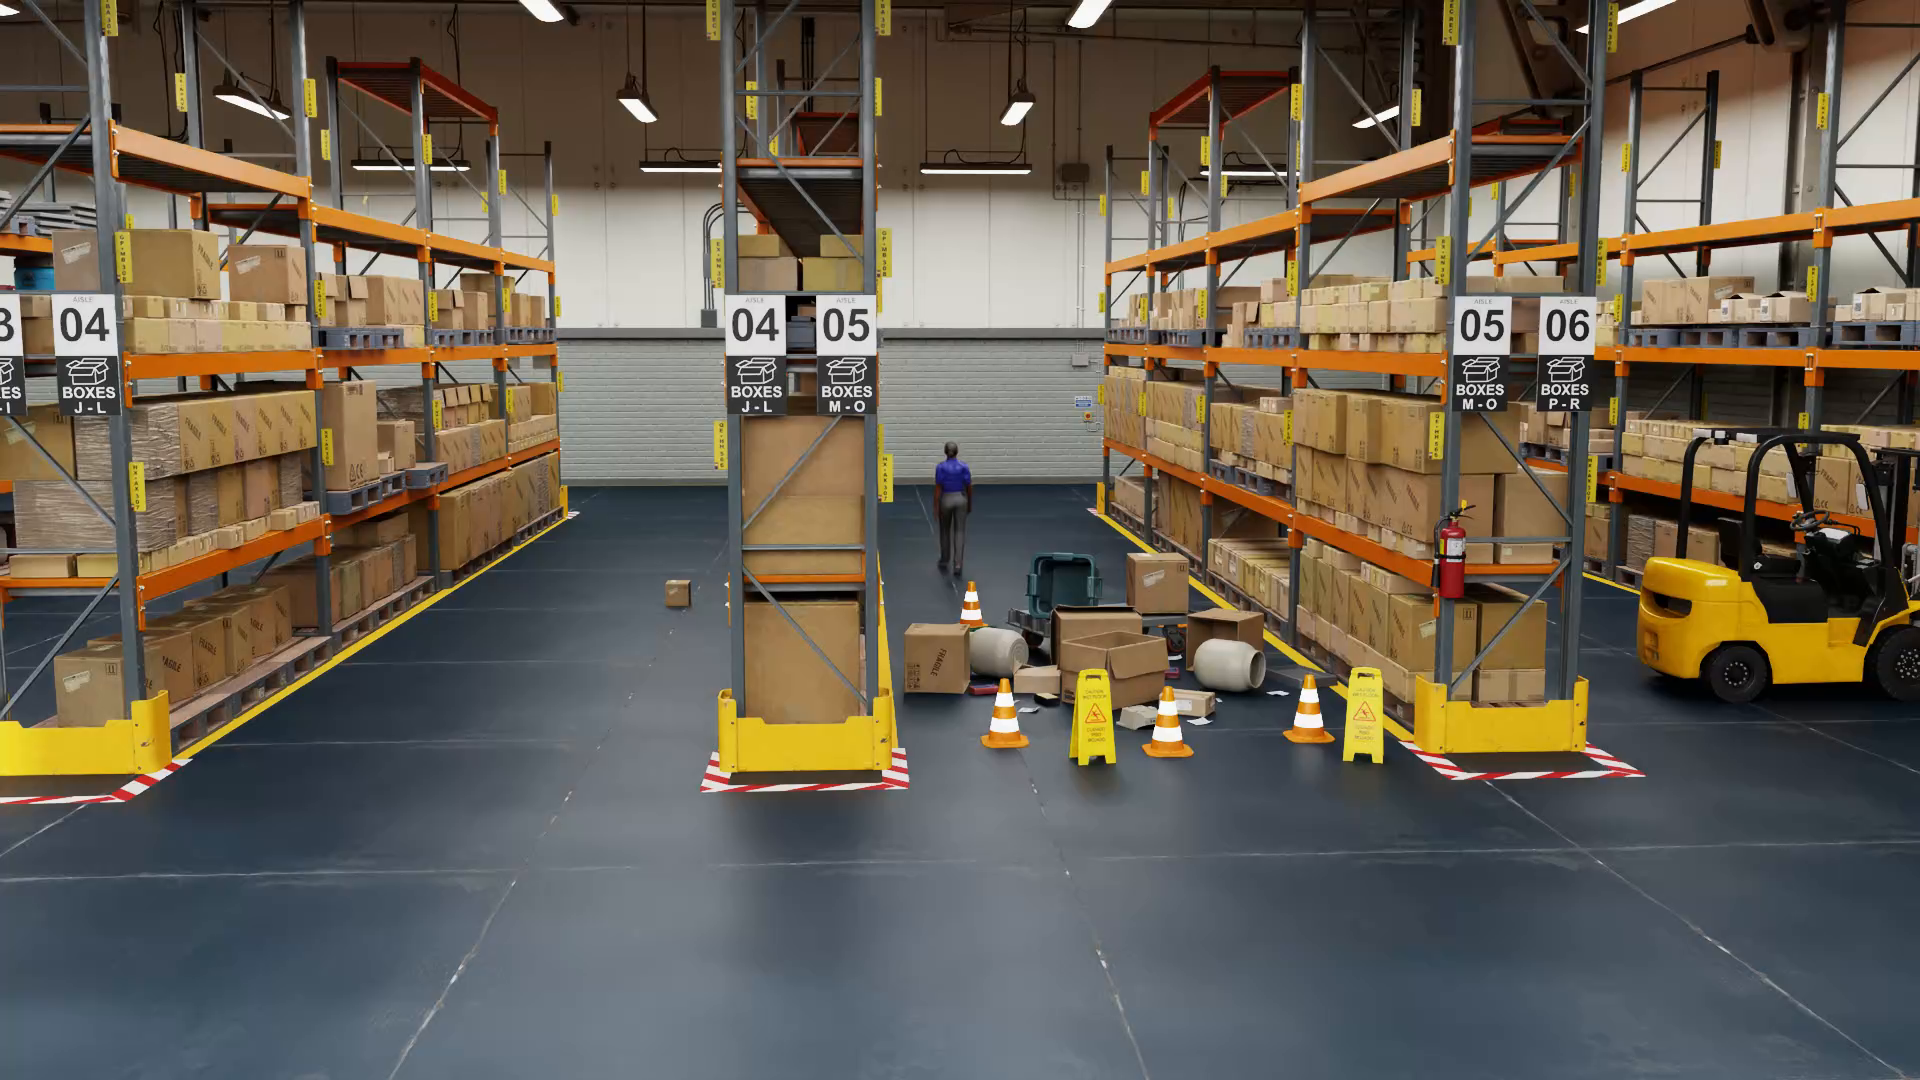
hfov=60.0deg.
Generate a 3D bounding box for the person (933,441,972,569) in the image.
[{"bbox_3d":[-0.087,-0.458,20.931,0.481,1.590,0.988,0,7,1],"label":"person"}]
